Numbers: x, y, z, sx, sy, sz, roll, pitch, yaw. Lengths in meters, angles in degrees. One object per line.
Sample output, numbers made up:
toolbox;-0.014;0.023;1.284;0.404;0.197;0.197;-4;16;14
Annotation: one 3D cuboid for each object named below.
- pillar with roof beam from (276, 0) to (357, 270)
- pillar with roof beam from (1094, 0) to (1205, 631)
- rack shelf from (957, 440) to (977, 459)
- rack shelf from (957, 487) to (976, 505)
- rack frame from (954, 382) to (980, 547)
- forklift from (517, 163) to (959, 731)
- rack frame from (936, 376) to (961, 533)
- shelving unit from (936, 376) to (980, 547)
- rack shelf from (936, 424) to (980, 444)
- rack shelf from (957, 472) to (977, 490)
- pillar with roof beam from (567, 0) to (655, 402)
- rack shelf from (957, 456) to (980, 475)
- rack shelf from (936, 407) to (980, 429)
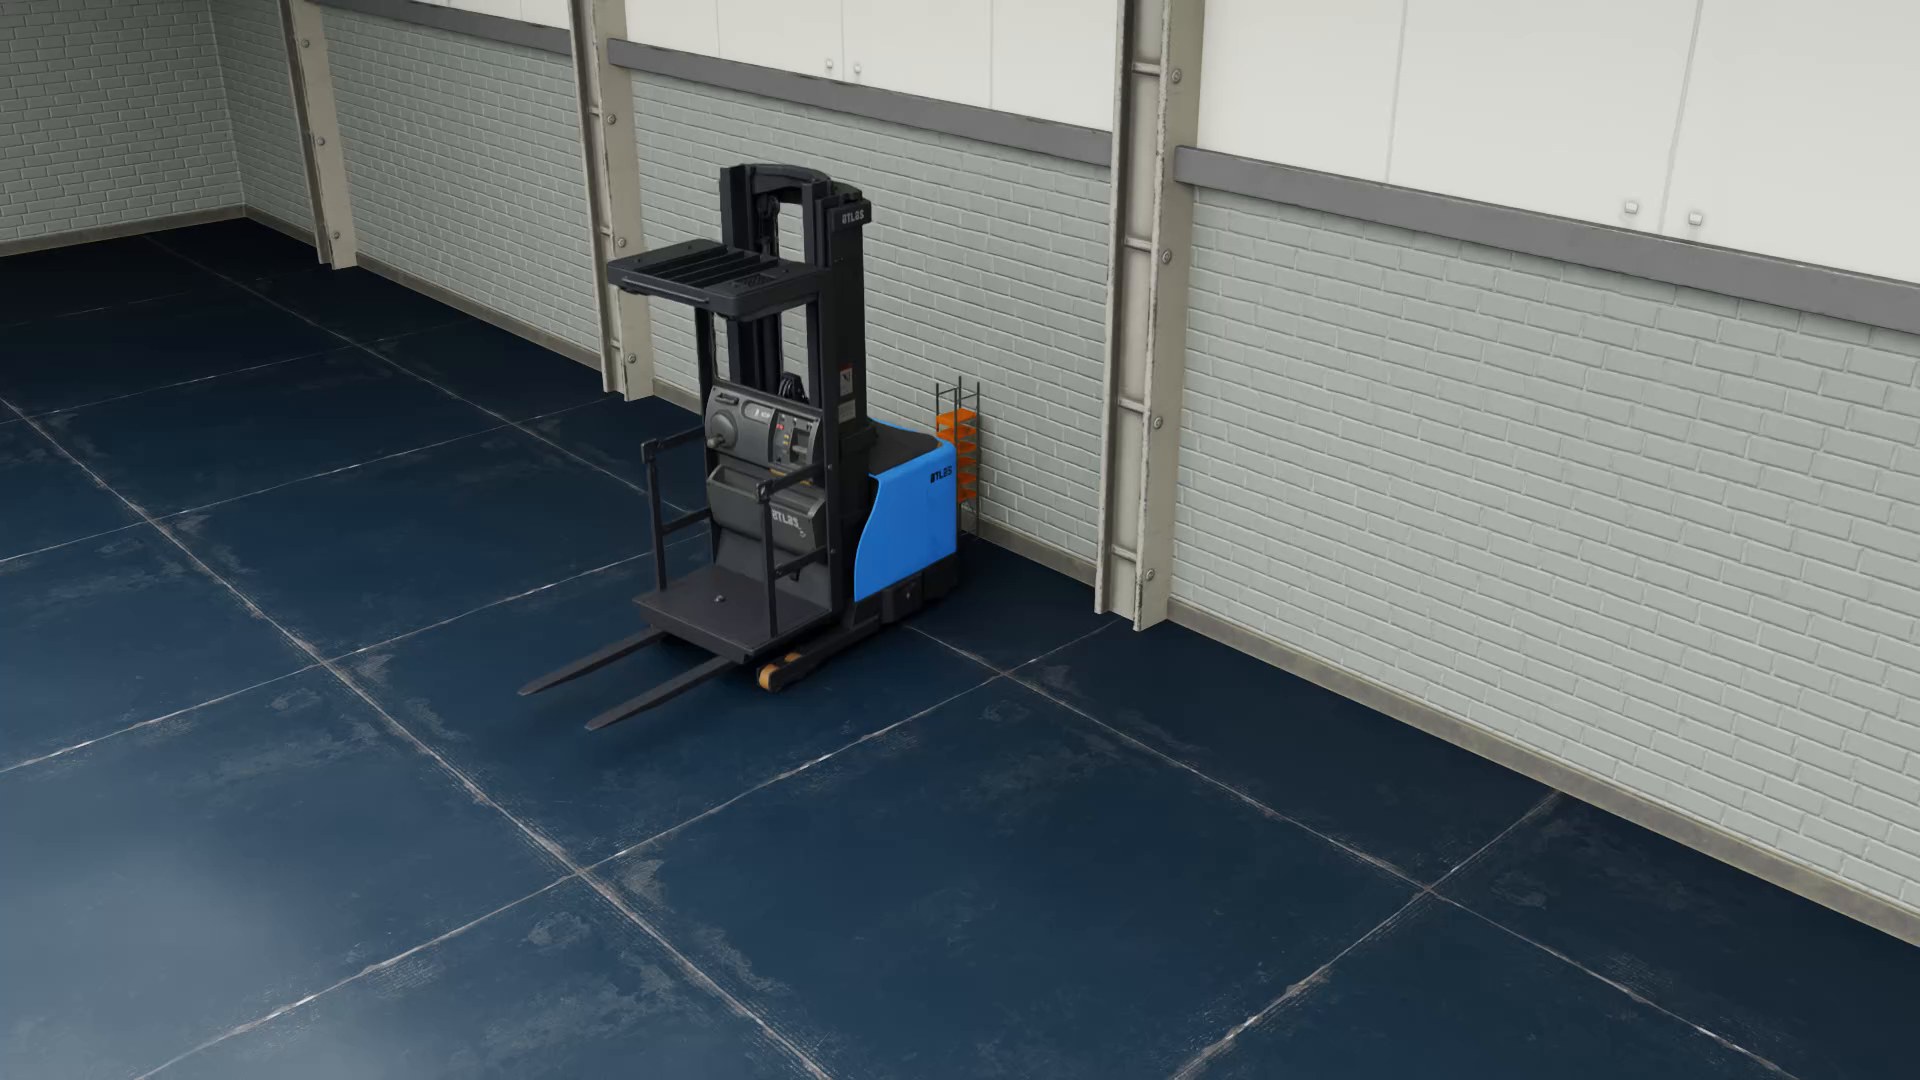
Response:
pillar with roof beam;-10.211;-6.019;14.398;9.100;9.000;0.400;-21;32;-38
pillar with roof beam;-2.009;-2.383;6.429;9.100;9.000;0.400;-21;32;-38
rack shelf;-0.015;-0.616;11.769;0.258;0.103;0.180;-22;32;-39
rack shelf;-0.015;-0.288;11.918;0.258;0.103;0.180;-22;32;-39
rack frame;0.049;-0.520;11.740;0.240;1.200;0.006;-22;32;-39
forklift;-1.334;-0.650;9.939;1.130;2.935;3.031;19;31;35
rack frame;-0.079;-0.574;11.860;0.240;1.200;0.006;-22;32;-39
shelving unit;-0.015;-0.547;11.800;0.258;1.200;0.189;-22;32;-39
rack shelf;-0.015;-0.725;11.719;0.258;0.103;0.180;-22;32;-39
rack shelf;-0.015;-0.397;11.868;0.258;0.103;0.180;-22;32;-39
pillar with roof beam;-6.110;-4.201;10.414;9.100;9.000;0.400;-21;32;-38
rack shelf;-0.015;-0.507;11.819;0.258;0.103;0.180;-22;32;-39
rack shelf;-0.015;-0.834;11.669;0.258;0.103;0.180;-22;32;-39
